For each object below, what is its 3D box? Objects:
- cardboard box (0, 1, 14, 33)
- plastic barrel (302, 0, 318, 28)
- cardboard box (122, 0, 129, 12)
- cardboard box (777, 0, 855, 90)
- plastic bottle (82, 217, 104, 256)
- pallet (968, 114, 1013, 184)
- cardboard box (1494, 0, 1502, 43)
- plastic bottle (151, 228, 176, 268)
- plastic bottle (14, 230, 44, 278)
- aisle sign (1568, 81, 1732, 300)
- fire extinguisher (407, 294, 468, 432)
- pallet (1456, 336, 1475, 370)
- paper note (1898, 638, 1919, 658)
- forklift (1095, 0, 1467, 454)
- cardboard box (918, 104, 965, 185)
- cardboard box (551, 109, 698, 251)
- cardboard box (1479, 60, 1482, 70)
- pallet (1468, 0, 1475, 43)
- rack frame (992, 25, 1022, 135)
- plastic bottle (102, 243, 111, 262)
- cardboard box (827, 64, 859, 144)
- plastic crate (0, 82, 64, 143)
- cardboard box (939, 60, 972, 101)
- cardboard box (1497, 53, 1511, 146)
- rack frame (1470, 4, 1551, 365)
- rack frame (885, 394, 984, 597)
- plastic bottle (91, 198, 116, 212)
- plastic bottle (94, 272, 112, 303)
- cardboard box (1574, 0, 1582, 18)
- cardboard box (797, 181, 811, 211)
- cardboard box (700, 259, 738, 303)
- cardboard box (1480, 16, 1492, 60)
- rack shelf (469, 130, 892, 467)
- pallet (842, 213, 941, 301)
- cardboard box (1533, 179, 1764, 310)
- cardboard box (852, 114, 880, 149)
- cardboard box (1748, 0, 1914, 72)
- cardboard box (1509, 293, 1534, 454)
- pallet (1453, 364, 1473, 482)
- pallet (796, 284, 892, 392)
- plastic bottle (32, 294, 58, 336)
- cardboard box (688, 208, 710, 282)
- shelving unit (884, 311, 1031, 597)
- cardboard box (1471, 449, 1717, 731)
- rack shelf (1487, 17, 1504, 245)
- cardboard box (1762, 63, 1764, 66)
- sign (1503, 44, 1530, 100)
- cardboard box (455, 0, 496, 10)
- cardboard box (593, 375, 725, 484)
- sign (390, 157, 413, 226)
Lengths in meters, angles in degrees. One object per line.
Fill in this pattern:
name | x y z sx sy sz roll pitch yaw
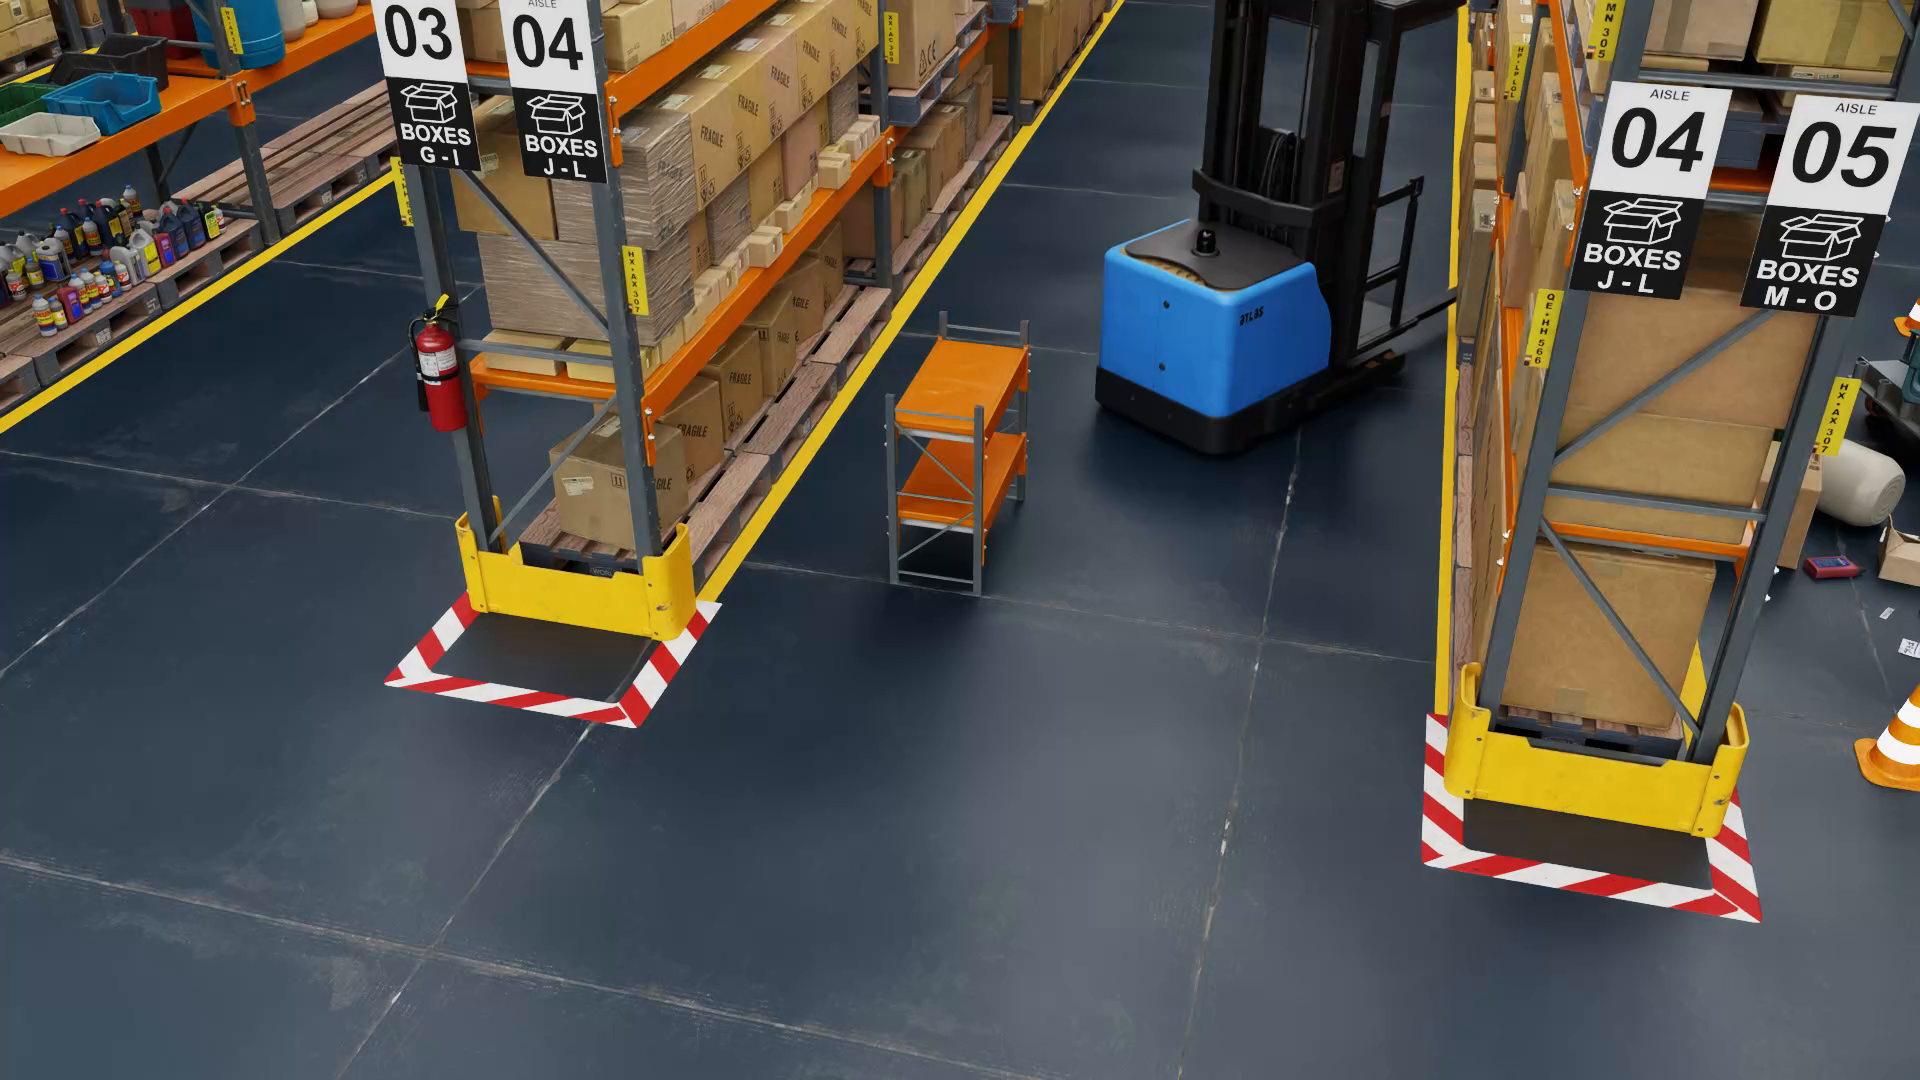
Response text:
cardboard box | -9.559 -5.054 16.053 0.500 0.311 0.500 8 33 12
plastic barrel | -5.279 -4.232 13.240 0.301 0.262 0.301 0 32 0
cardboard box | -9.019 -5.977 17.776 0.500 0.500 0.500 7 33 11
cardboard box | -0.946 -3.009 9.885 0.500 0.500 0.500 8 33 12
plastic bottle | -6.290 -2.205 12.055 0.097 0.271 0.097 0 32 0
pallet | -0.157 -3.444 14.470 1.003 0.211 1.213 8 33 12
cardboard box | 4.439 -4.144 12.880 0.500 0.500 0.500 8 33 13
plastic bottle | -5.698 -2.101 11.880 0.061 0.283 0.133 10 34 16
plastic bottle | -6.526 -2.011 11.677 0.144 0.351 0.185 8 33 12
aisle sign | 2.476 -1.248 5.994 0.394 0.787 0.004 8 33 12
fire extinguisher | -2.463 -0.845 7.856 0.296 0.674 0.183 8 33 12
pallet | 3.922 -1.456 11.344 1.003 0.211 1.213 8 33 12
paper note | 4.814 0.546 8.364 0.144 0.017 0.142 20 38 29
forklift | 2.283 -2.418 10.322 3.031 2.935 1.130 -26 41 -35
cardboard box | -0.374 -3.221 13.441 0.700 0.500 0.500 11 34 16
cardboard box | -1.585 -1.712 7.845 0.500 0.500 0.500 8 33 12
cardboard box | 4.864 -4.066 14.789 0.500 0.500 0.500 9 34 14
pallet | 5.966 -5.550 17.784 1.003 0.211 1.213 8 33 12
rack frame | 0.042 -5.026 14.360 1.000 3.000 0.127 8 33 12
plastic bottle | -5.927 -1.954 11.649 0.061 0.283 0.133 8 33 12
cardboard box | -1.147 -2.893 10.634 0.875 0.500 0.500 8 33 12
plastic crate | -6.381 -2.869 11.165 0.450 0.188 0.662 8 33 12
cardboard box | -0.223 -3.845 13.723 0.500 0.250 0.500 12 34 18
cardboard box | 3.801 -2.834 10.819 0.500 0.500 0.500 8 33 12
rack frame | 3.799 -2.222 9.950 1.000 3.000 0.127 8 33 12
rack frame | -0.127 -0.214 8.539 0.500 1.125 0.032 8 33 12
plastic bottle | -6.324 -2.384 12.332 0.152 0.276 0.135 9 34 14
plastic bottle | -5.880 -1.733 11.379 0.097 0.201 0.097 0 32 0
cardboard box | 2.799 -2.273 6.983 0.380 0.149 0.250 8 33 12
cardboard box | -1.108 -2.051 9.914 0.380 0.149 0.250 8 33 12
cardboard box | -1.411 -1.400 8.890 0.380 0.149 0.250 8 33 12
cardboard box | 4.852 -4.391 14.601 0.500 0.250 0.500 8 33 13
rack shelf | -1.480 -1.609 9.655 1.077 0.370 4.000 8 33 12
pallet | -0.777 -2.178 12.479 1.003 0.211 1.213 8 33 12
cardboard box | 2.966 -1.151 7.118 0.875 0.550 0.550 8 33 12
cardboard box | -0.743 -2.693 10.924 0.380 0.149 0.250 8 33 12
cardboard box | 3.155 -1.910 6.040 0.500 0.250 0.500 8 33 12
cardboard box | 2.953 -0.697 7.411 0.875 0.550 0.550 8 33 12
pallet | 3.531 -0.662 10.094 1.003 0.211 1.213 8 33 12
pallet | -1.109 -1.420 11.287 1.003 0.211 1.213 8 33 12
plastic bottle | -6.017 -1.481 10.917 0.097 0.271 0.097 0 32 0
cardboard box | -1.811 -1.600 8.600 0.875 0.500 0.500 8 33 12
shelving unit | 0.002 -0.478 8.954 0.538 1.125 1.048 8 33 12
cardboard box | 2.892 0.212 7.710 0.875 0.875 0.875 8 33 13
rack shelf | 4.307 -2.957 11.775 1.077 0.370 4.000 8 33 12
cardboard box | 3.309 -1.922 6.432 0.380 0.149 0.250 8 33 13
sign | 3.272 -2.746 9.769 0.100 0.325 0.005 8 33 12
cardboard box | -2.219 -2.432 7.252 0.380 0.149 0.250 8 33 12
cardboard box | -1.695 -0.633 9.389 0.500 0.500 0.500 17 36 25
sign | -2.520 -1.582 7.569 0.100 0.325 0.005 8 33 12
